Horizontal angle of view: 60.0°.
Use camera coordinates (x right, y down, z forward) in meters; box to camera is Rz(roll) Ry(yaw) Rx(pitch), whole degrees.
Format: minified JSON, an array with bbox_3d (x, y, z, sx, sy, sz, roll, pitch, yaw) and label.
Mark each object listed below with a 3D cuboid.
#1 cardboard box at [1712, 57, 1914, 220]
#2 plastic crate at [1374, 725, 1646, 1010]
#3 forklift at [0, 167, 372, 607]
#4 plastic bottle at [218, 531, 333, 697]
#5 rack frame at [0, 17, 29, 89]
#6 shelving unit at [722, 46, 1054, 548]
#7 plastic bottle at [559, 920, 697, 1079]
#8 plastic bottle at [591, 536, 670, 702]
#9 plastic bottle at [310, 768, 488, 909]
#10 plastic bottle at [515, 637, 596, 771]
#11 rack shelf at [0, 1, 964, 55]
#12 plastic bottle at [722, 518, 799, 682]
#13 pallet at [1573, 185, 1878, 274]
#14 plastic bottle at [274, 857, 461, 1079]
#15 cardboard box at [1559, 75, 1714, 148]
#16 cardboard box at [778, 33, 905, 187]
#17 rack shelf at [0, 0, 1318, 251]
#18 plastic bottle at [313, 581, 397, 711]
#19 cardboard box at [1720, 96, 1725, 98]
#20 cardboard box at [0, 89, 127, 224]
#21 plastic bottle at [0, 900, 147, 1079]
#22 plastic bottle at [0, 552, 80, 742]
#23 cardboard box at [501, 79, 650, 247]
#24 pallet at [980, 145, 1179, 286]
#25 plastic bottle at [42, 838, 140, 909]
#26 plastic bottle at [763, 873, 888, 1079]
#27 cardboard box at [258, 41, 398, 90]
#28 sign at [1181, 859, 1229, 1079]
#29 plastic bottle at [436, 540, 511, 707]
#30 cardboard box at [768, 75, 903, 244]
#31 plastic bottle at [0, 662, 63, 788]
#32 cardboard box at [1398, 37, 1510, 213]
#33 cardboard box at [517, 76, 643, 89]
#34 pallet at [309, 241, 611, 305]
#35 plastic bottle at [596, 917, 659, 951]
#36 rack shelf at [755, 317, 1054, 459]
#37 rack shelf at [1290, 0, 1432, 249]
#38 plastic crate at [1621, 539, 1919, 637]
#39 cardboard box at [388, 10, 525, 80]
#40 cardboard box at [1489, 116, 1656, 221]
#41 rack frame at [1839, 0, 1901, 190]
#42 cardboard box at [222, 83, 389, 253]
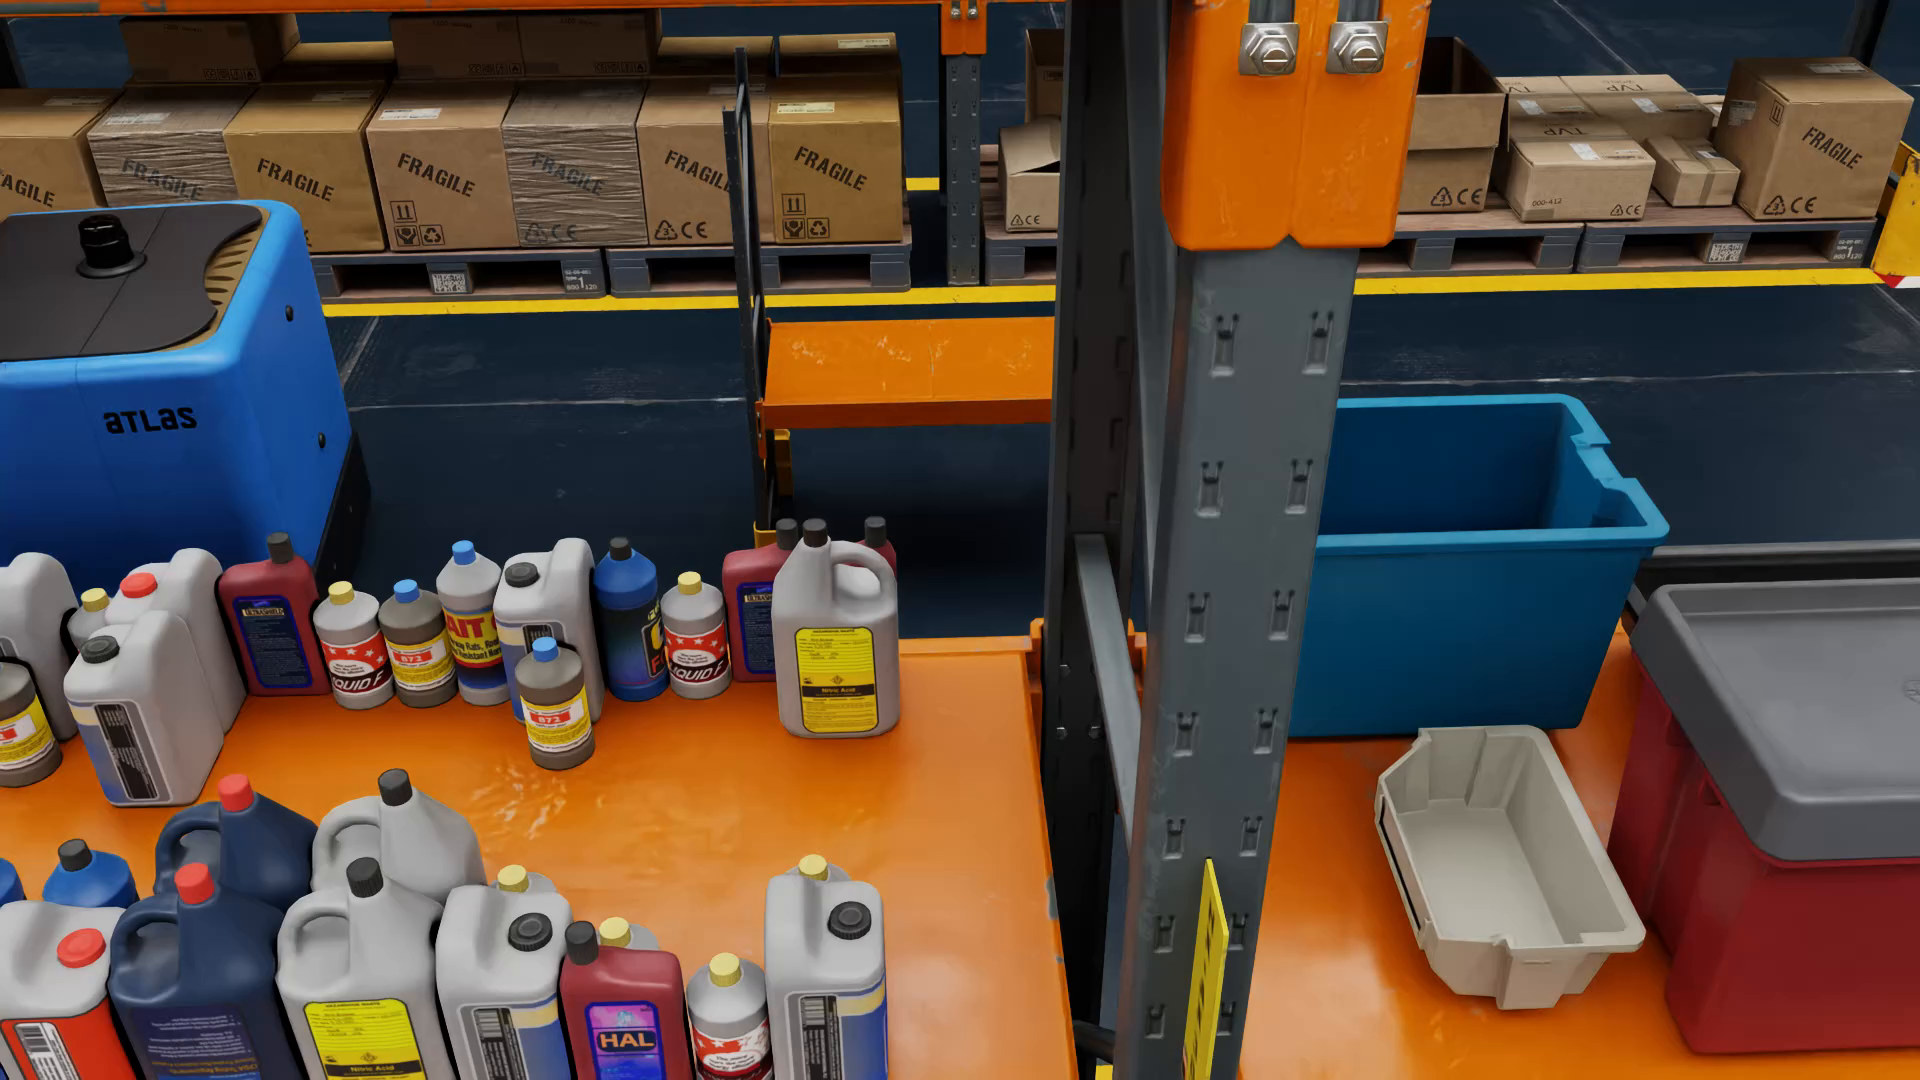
[{"bbox_3d":[3.456,-1.647,6.804,0.500,0.500,0.500,-2,35,-2],"label":"cardboard box"},{"bbox_3d":[0.694,0.427,2.176,0.243,0.136,0.396,-2,35,-2],"label":"plastic crate"},{"bbox_3d":[-3.320,-0.921,4.005,3.031,2.935,1.130,-5,35,-7],"label":"forklift"},{"bbox_3d":[-1.051,0.114,2.552,0.133,0.283,0.061,-2,35,-2],"label":"plastic bottle"},{"bbox_3d":[-4.004,-2.433,6.130,0.127,3.000,1.000,-2,35,-2],"label":"rack frame"},{"bbox_3d":[-0.076,-0.615,4.820,1.083,1.500,0.587,-2,35,-2],"label":"shelving unit"},{"bbox_3d":[-0.385,0.549,1.923,0.133,0.283,0.061,-2,35,-2],"label":"plastic bottle"},{"bbox_3d":[-0.509,0.115,2.562,0.097,0.271,0.097,0,35,0],"label":"plastic bottle"},{"bbox_3d":[-0.687,0.424,2.045,0.185,0.351,0.144,-2,35,-2],"label":"plastic bottle"},{"bbox_3d":[-0.599,0.232,2.453,0.097,0.201,0.097,0,35,0],"label":"plastic bottle"},{"bbox_3d":[-2.006,-2.191,6.413,4.000,0.370,1.077,-2,35,-2],"label":"rack shelf"},{"bbox_3d":[-0.297,0.094,2.581,0.133,0.283,0.061,-2,35,-2],"label":"plastic bottle"},{"bbox_3d":[3.115,-1.478,7.201,1.213,0.211,1.003,-2,35,-2],"label":"pallet"},{"bbox_3d":[-0.680,0.506,1.927,0.185,0.351,0.144,-2,35,-2],"label":"plastic bottle"},{"bbox_3d":[2.931,-1.832,7.291,0.500,0.250,0.500,-2,35,-2],"label":"cardboard box"},{"bbox_3d":[-0.503,-1.820,7.053,0.500,0.500,0.500,-3,35,-4],"label":"cardboard box"},{"bbox_3d":[-1.775,-0.609,1.491,4.000,0.370,1.077,-2,35,-2],"label":"rack shelf"},{"bbox_3d":[-0.935,0.155,2.565,0.097,0.201,0.097,0,35,0],"label":"plastic bottle"},{"bbox_3d":[3.553,-1.842,7.394,0.250,0.149,0.380,-2,35,-2],"label":"cardboard box"},{"bbox_3d":[-3.536,-1.436,6.499,0.500,0.500,0.500,0,35,0],"label":"cardboard box"},{"bbox_3d":[-1.025,0.543,1.938,0.135,0.276,0.152,-2,35,-2],"label":"plastic bottle"},{"bbox_3d":[-1.415,0.153,2.502,0.135,0.276,0.152,-2,35,-2],"label":"plastic bottle"},{"bbox_3d":[-1.483,-1.496,6.586,0.500,0.500,0.500,-1,35,-2],"label":"cardboard box"},{"bbox_3d":[0.678,-1.412,7.106,1.213,0.211,1.003,-2,35,-2],"label":"pallet"},{"bbox_3d":[-1.049,0.475,2.041,0.097,0.271,0.097,0,35,0],"label":"plastic bottle"},{"bbox_3d":[-0.156,0.520,1.972,0.135,0.276,0.152,-2,35,-2],"label":"plastic bottle"},{"bbox_3d":[-2.564,-1.759,6.965,0.500,0.500,0.500,-3,35,-4],"label":"cardboard box"},{"bbox_3d":[0.247,0.474,1.687,0.005,0.325,0.100,-2,35,-2],"label":"sign"},{"bbox_3d":[-0.741,0.121,2.553,0.097,0.271,0.097,0,35,0],"label":"plastic bottle"},{"bbox_3d":[-0.488,-1.518,6.618,0.500,0.500,0.500,-2,35,-2],"label":"cardboard box"},{"bbox_3d":[-1.390,0.254,2.422,0.097,0.201,0.097,0,35,0],"label":"plastic bottle"},{"bbox_3d":[1.868,-1.749,6.949,0.637,0.503,0.797,-2,35,-2],"label":"cardboard box"},{"bbox_3d":[-1.535,-1.790,7.010,0.500,0.500,0.500,-1,35,-2],"label":"cardboard box"},{"bbox_3d":[-2.041,-1.316,6.967,1.213,0.211,1.003,-2,35,-2],"label":"pallet"},{"bbox_3d":[-0.407,0.538,2.011,0.097,0.201,0.097,0,35,0],"label":"plastic bottle"},{"bbox_3d":[-0.085,-0.467,4.922,1.000,0.185,0.538,-2,35,-2],"label":"rack shelf"},{"bbox_3d":[2.220,-0.717,1.646,4.000,0.370,1.077,-2,35,-2],"label":"rack shelf"},{"bbox_3d":[1.328,0.180,2.543,0.590,0.125,0.437,-2,35,-2],"label":"plastic crate"},{"bbox_3d":[-2.003,-2.087,6.781,0.500,0.250,0.500,-2,35,-3],"label":"cardboard box"},{"bbox_3d":[2.505,-1.536,6.863,0.500,0.250,0.500,-2,35,-2],"label":"cardboard box"},{"bbox_3d":[3.987,-2.649,6.442,0.127,3.000,1.000,-2,35,-2],"label":"rack frame"},{"bbox_3d":[-2.512,-1.464,6.540,0.500,0.500,0.500,-2,35,-3],"label":"cardboard box"}]
